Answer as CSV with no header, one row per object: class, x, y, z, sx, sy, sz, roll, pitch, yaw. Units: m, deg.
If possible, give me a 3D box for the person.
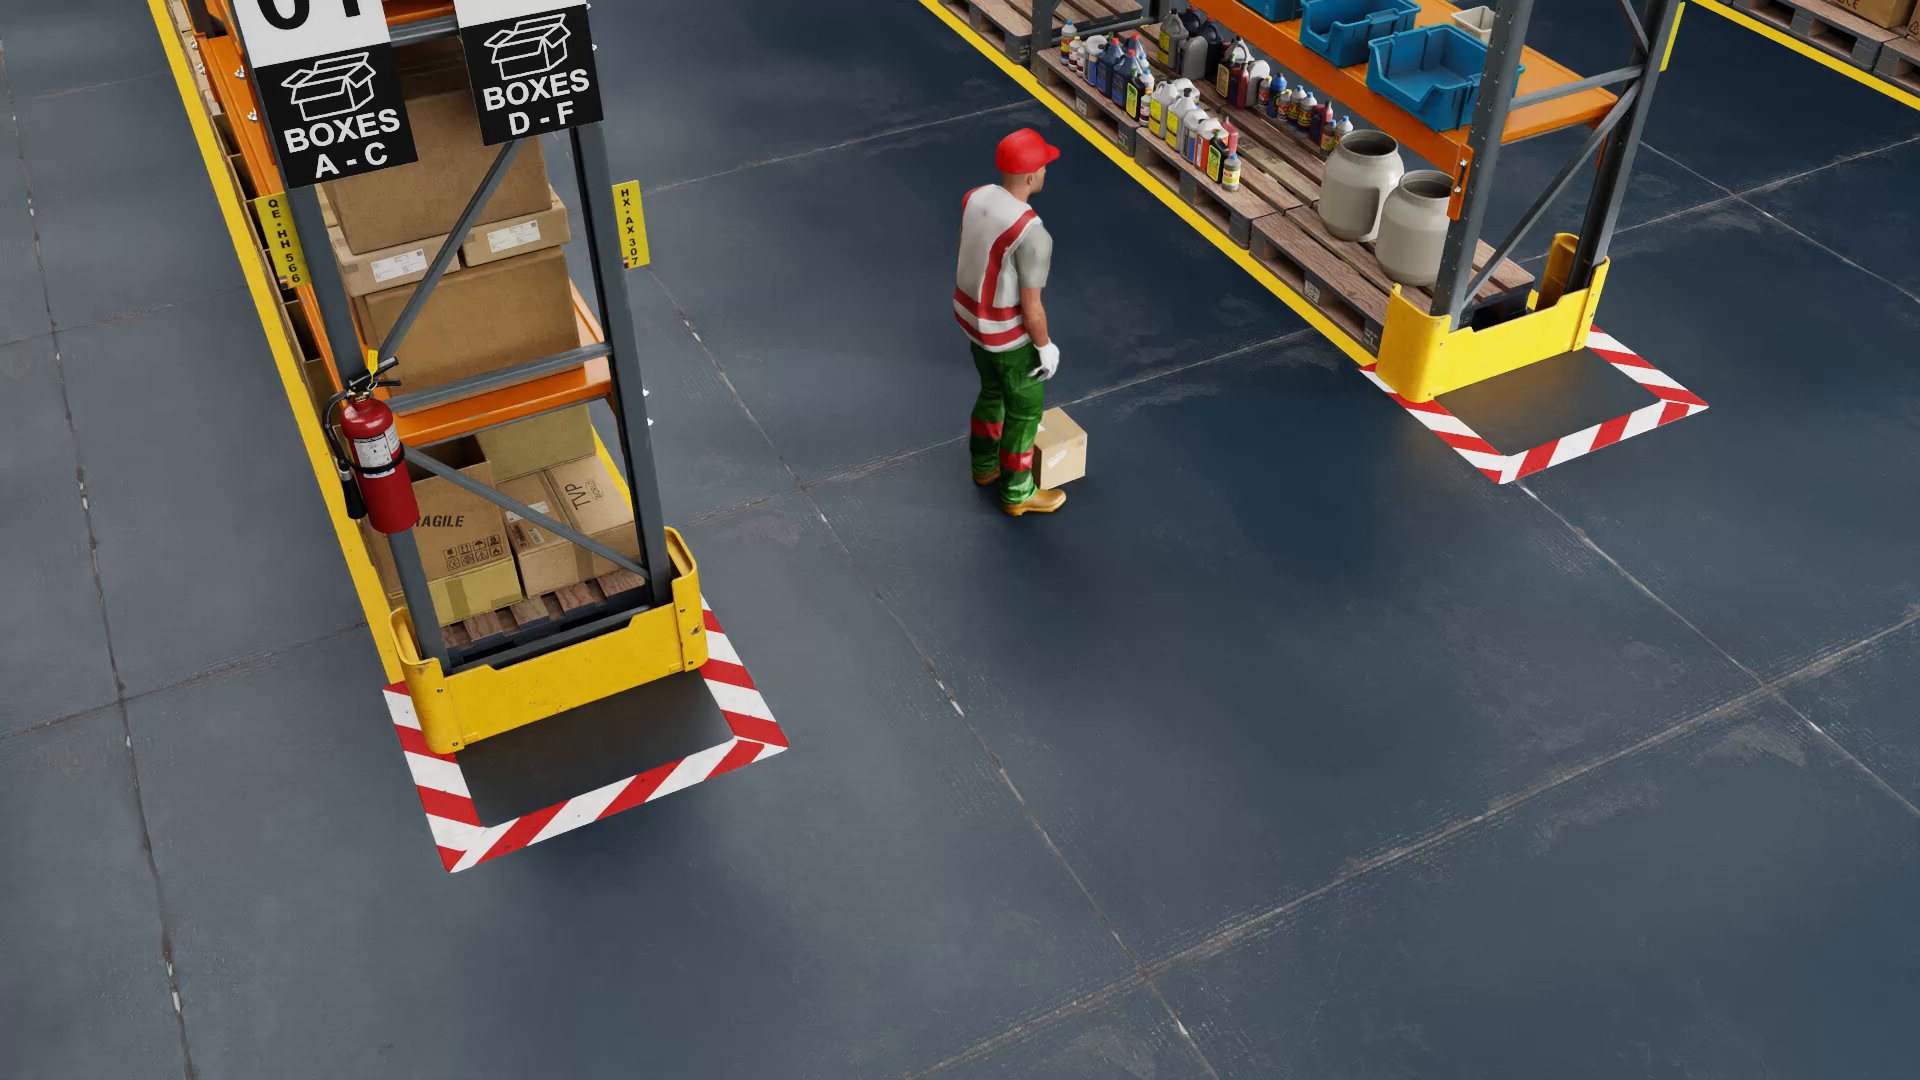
person,0.216,-0.936,7.228,0.452,1.779,0.618,-21,45,-23
